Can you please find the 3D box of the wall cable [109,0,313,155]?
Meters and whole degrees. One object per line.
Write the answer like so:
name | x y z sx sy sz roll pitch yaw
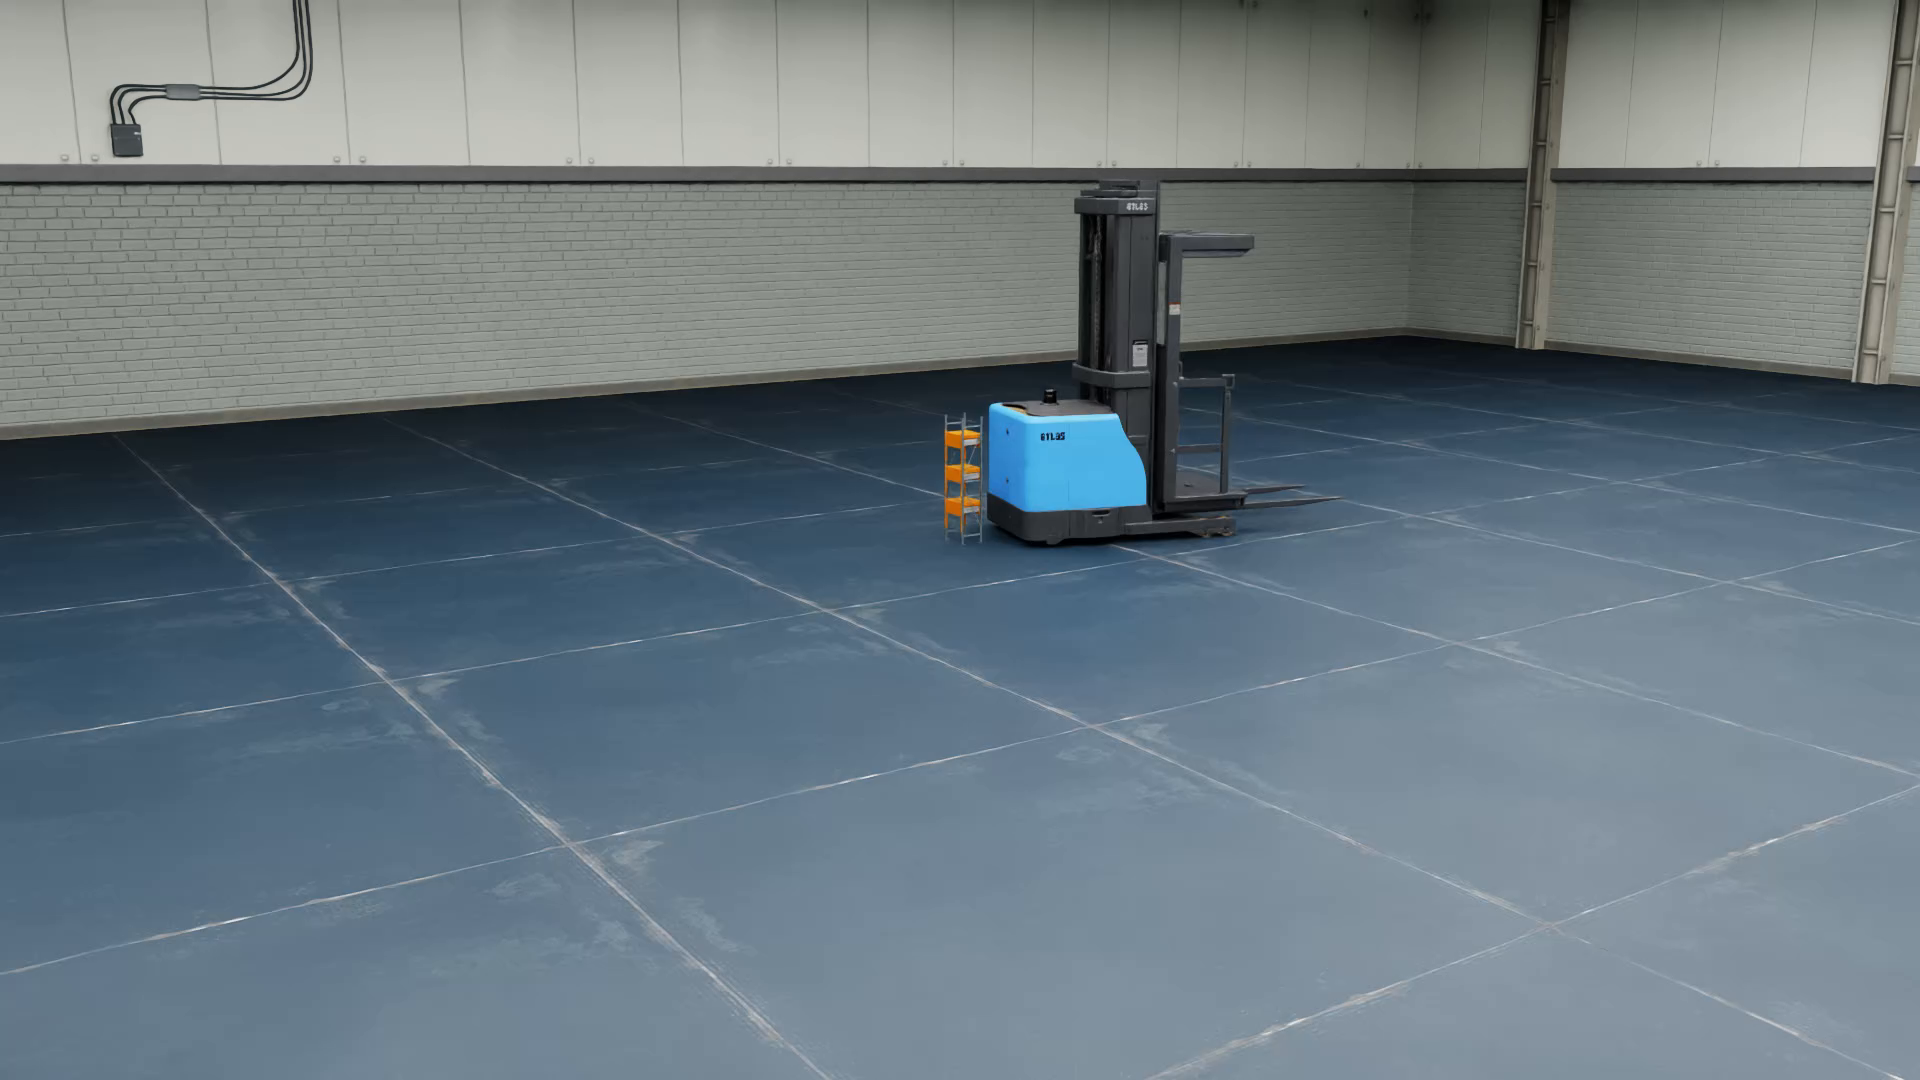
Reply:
wall cable | -8.800 -7.507 19.167 2.305 6.003 0.169 -8 15 -33

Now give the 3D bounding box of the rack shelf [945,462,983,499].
rack shelf | 0.030 -0.493 13.708 0.215 0.259 0.240 -8 15 -33

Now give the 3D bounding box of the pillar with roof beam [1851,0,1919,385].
pillar with roof beam | 9.784 -6.197 21.133 9.100 9.000 0.400 -8 15 -33

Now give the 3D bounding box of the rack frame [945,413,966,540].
rack frame | -0.038 -0.525 13.805 0.200 1.050 0.008 -8 15 -33

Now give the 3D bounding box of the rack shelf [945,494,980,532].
rack shelf | 0.030 -0.222 13.768 0.215 0.259 0.240 -8 15 -33

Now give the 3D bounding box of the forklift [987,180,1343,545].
forklift | 1.809 -1.554 14.108 3.031 2.935 1.130 -4 13 -18

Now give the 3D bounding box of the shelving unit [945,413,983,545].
shelving unit | 0.030 -0.503 13.706 0.215 1.050 0.252 -8 15 -33

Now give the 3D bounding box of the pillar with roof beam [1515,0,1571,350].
pillar with roof beam | 6.459 -7.264 26.013 9.100 9.000 0.400 -8 15 -33

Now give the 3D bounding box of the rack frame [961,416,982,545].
rack frame | 0.097 -0.482 13.607 0.200 1.050 0.008 -8 15 -33

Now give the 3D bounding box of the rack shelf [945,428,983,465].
rack shelf | 0.030 -0.770 13.648 0.215 0.259 0.240 -8 15 -33
